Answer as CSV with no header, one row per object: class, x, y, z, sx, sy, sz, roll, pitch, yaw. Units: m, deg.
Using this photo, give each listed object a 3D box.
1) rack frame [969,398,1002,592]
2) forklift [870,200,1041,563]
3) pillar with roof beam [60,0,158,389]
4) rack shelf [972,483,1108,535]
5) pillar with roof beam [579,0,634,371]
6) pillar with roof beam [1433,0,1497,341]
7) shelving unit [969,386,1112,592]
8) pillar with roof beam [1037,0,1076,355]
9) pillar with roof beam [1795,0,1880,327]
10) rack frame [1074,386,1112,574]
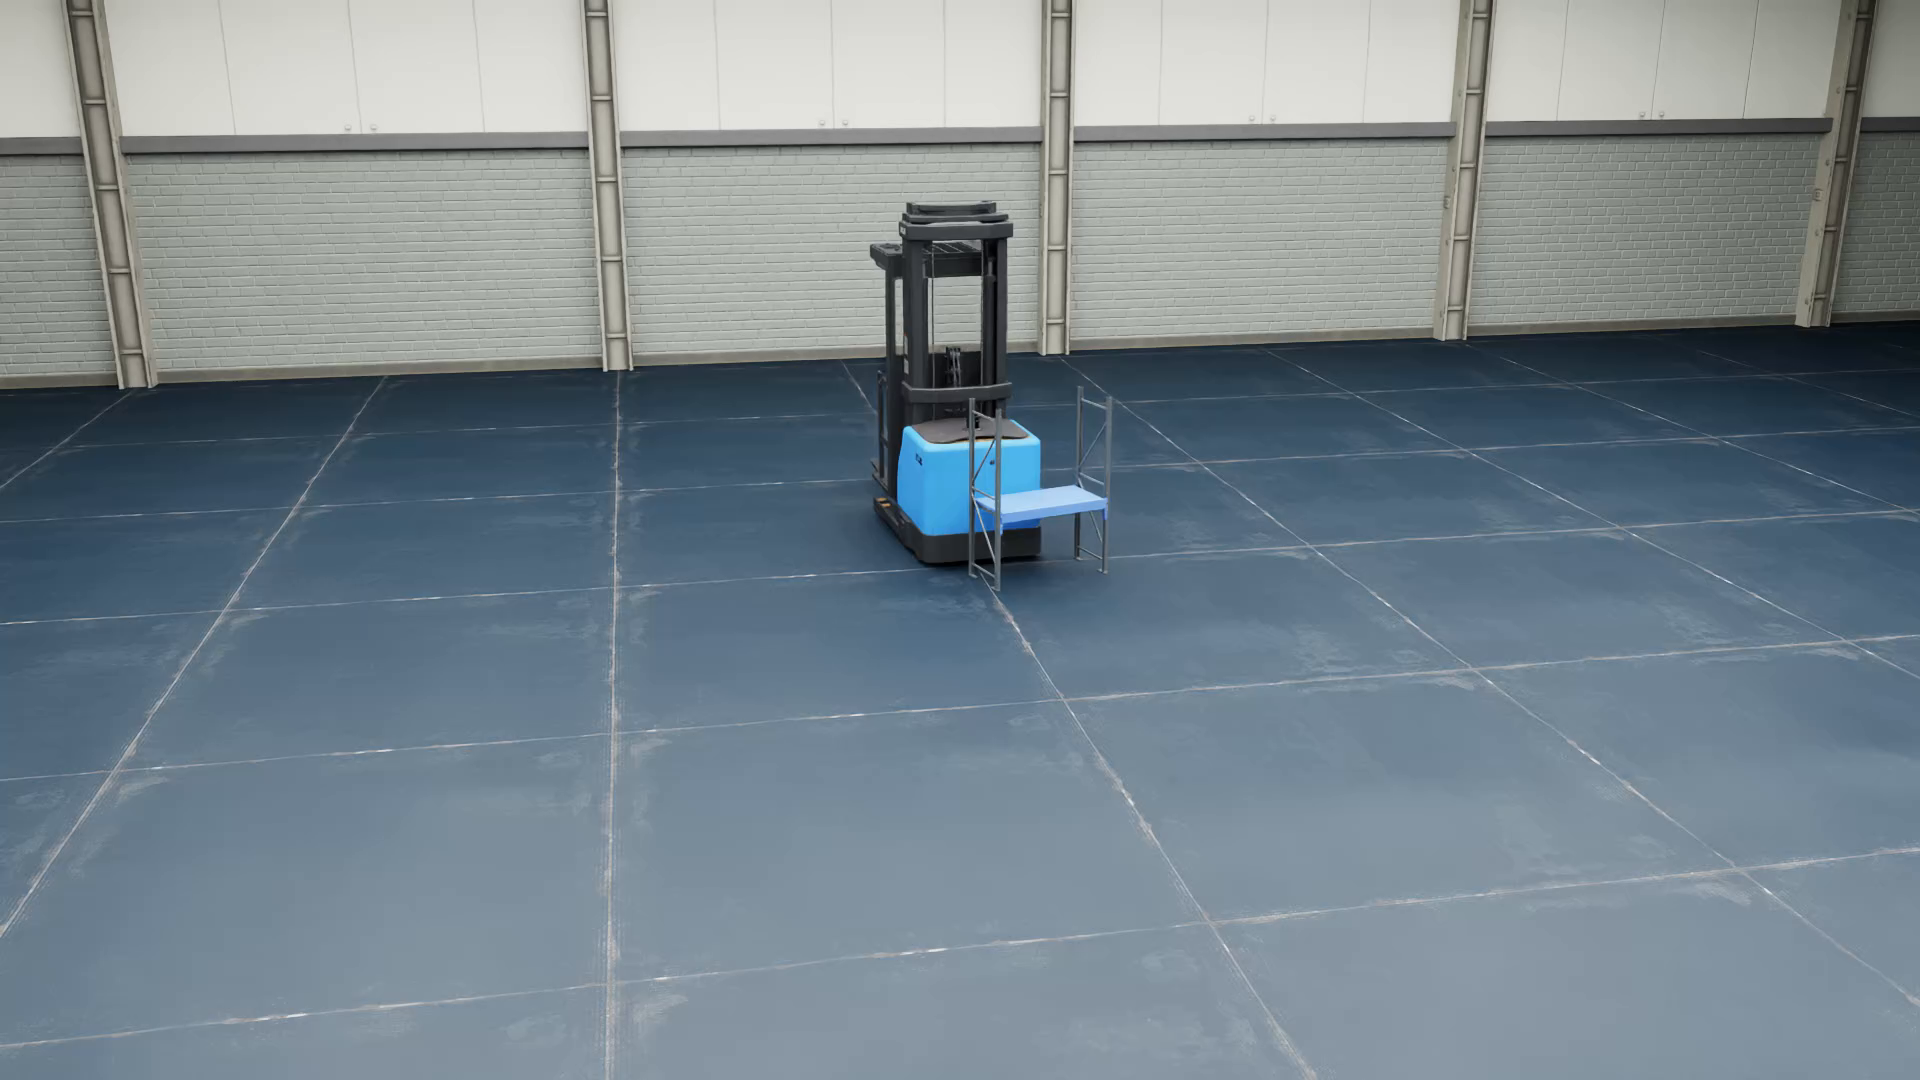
rack frame,0.200,-0.366,13.448,0.032,1.500,0.500,-8,19,-26
forklift,-0.181,-1.601,15.033,1.130,2.935,3.031,-5,18,-14
pillar with roof beam,-9.656,-5.026,15.849,0.400,9.000,9.100,-3,17,-10
rack shelf,0.654,-0.261,13.720,1.000,0.185,0.538,-8,19,-26
pillar with roof beam,-3.765,-5.360,16.937,0.400,9.000,9.100,-3,17,-10
pillar with roof beam,8.017,-6.029,19.113,0.400,9.000,9.100,-3,17,-10
shelving unit,0.654,-0.433,13.667,1.048,1.500,0.538,-8,19,-26
pillar with roof beam,2.126,-5.694,18.025,0.400,9.000,9.100,-3,17,-10
pillar with roof beam,13.909,-6.363,20.201,0.400,9.000,9.100,-3,17,-10
rack frame,1.108,-0.500,13.886,0.032,1.500,0.500,-8,19,-26
